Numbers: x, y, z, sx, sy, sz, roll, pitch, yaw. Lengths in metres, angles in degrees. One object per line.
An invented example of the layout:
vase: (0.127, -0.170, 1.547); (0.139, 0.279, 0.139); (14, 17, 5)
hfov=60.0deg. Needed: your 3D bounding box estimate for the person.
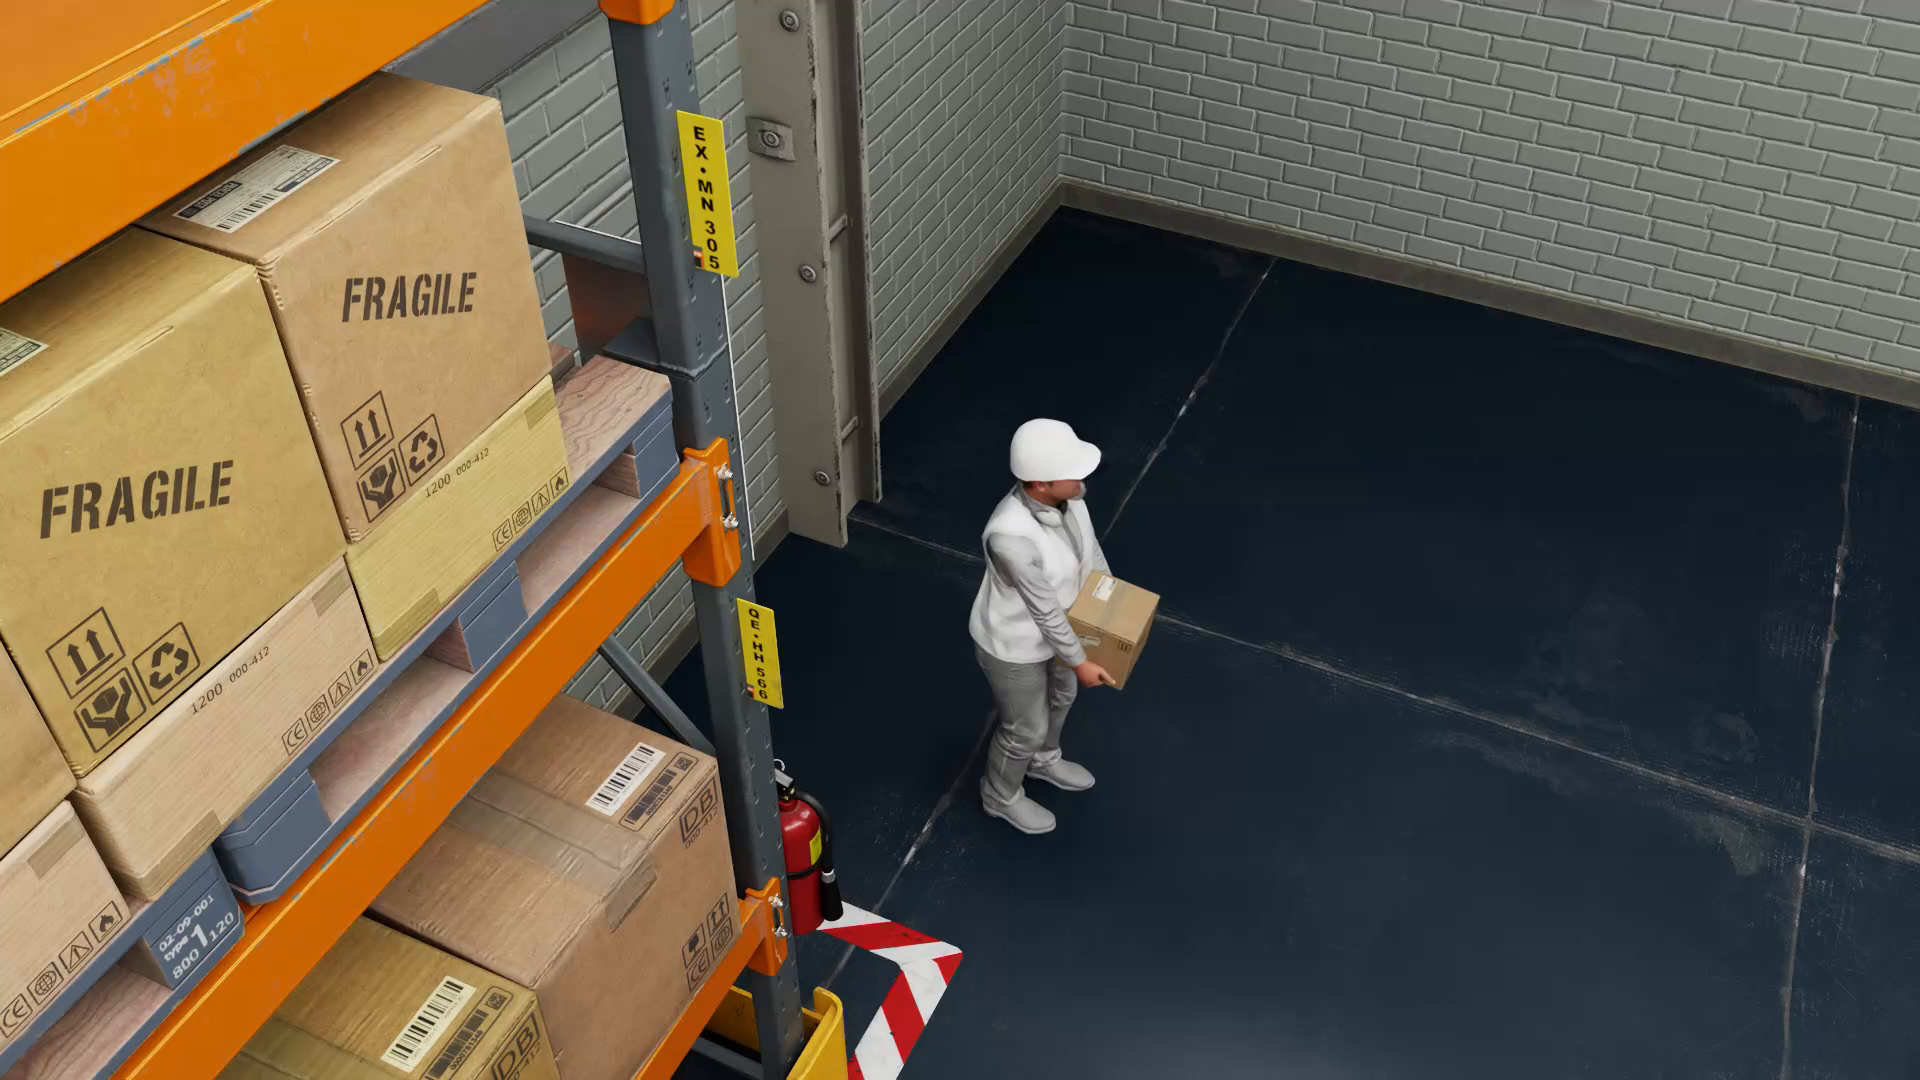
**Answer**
person: (0.328, 0.317, 5.789); (0.558, 1.772, 0.480); (17, 44, 18)
